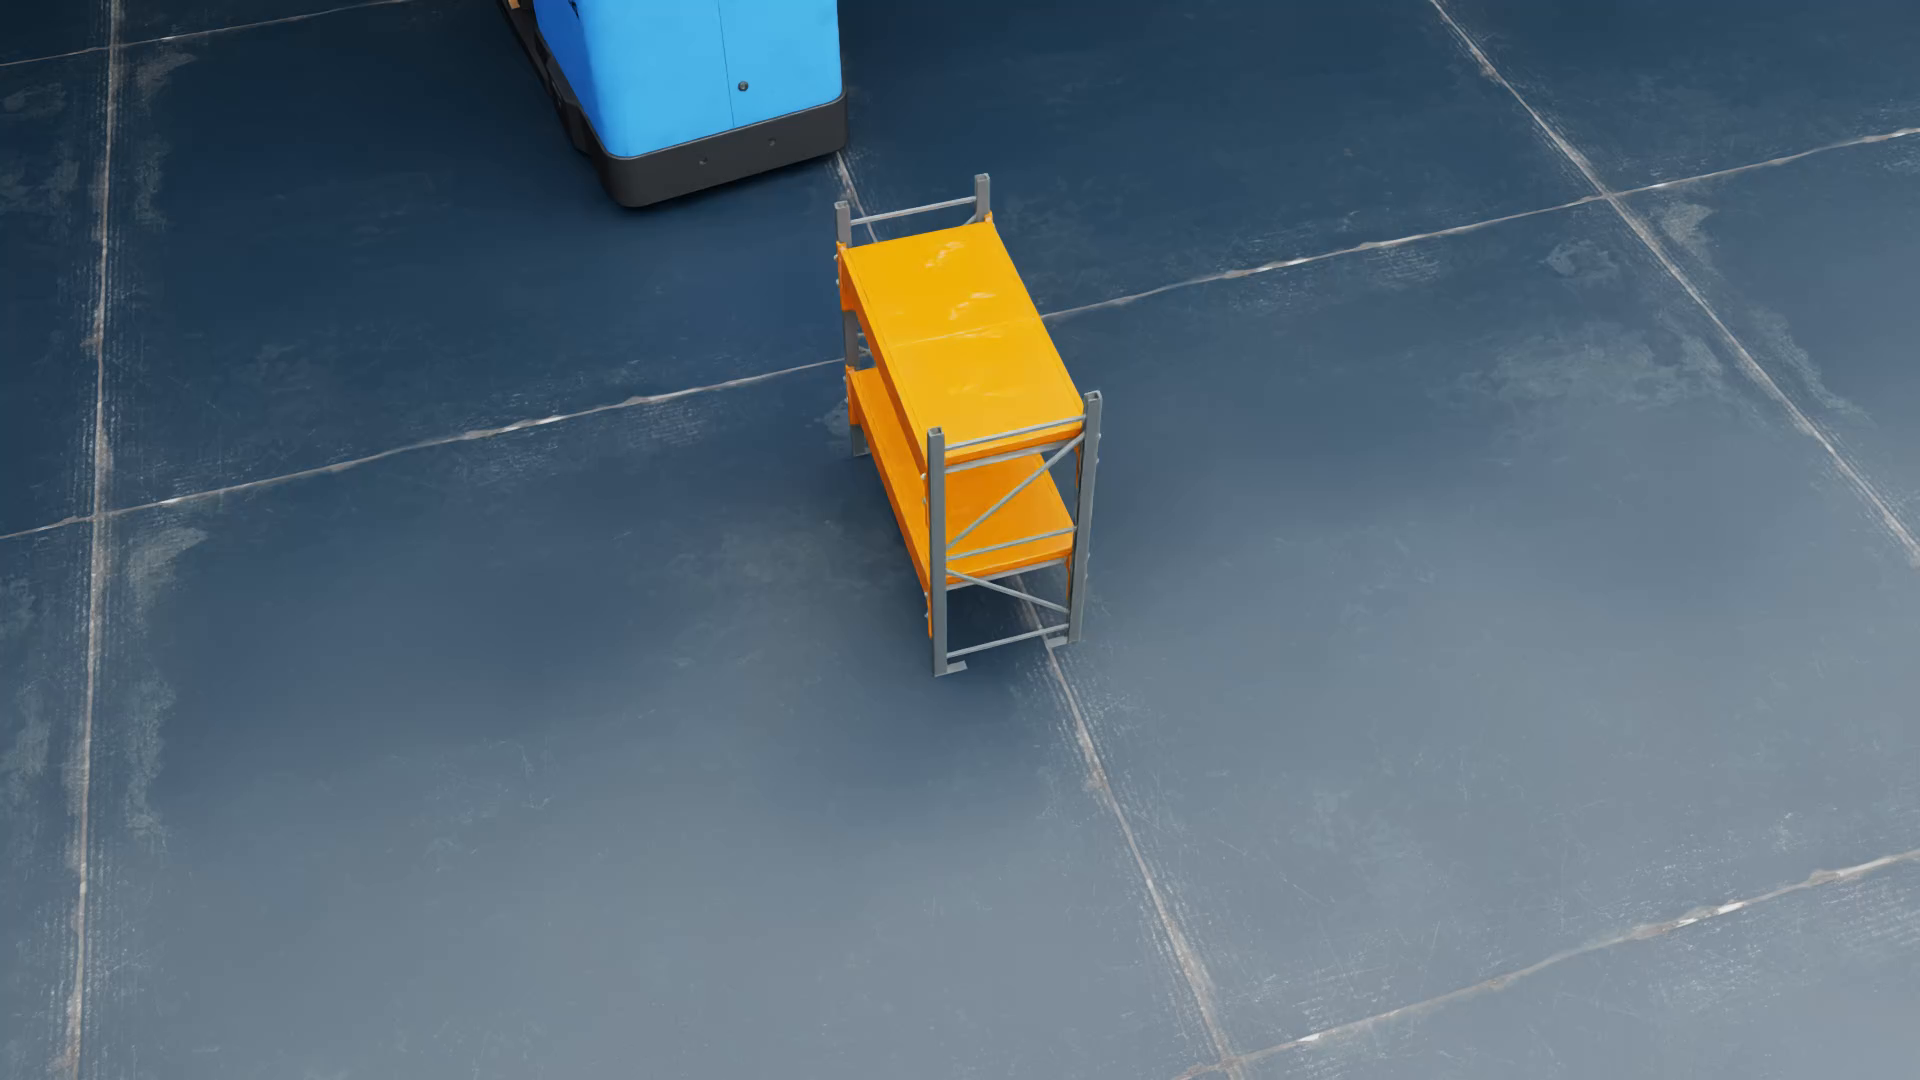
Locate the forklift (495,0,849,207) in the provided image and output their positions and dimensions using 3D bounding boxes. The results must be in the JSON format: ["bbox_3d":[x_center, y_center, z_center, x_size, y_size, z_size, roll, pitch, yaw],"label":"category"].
[{"bbox_3d":[-1.564,-3.450,6.741,1.130,2.935,3.031,-20,53,-16],"label":"forklift"}]

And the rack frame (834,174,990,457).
[{"bbox_3d":[-0.148,-0.729,5.629,0.500,1.125,0.032,-13,51,-11],"label":"rack frame"}]

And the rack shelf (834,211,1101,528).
[{"bbox_3d":[0.002,-0.546,5.092,0.538,0.278,1.000,-13,51,-11],"label":"rack shelf"}]

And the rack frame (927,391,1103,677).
[{"bbox_3d":[0.152,0.014,5.003,0.500,1.125,0.032,-13,51,-11],"label":"rack frame"}]

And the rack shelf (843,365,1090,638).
[{"bbox_3d":[0.002,-0.200,5.503,0.538,0.278,1.000,-13,51,-11],"label":"rack shelf"}]

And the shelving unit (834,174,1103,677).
[{"bbox_3d":[0.002,-0.358,5.316,0.538,1.125,1.048,-13,51,-11],"label":"shelving unit"}]
